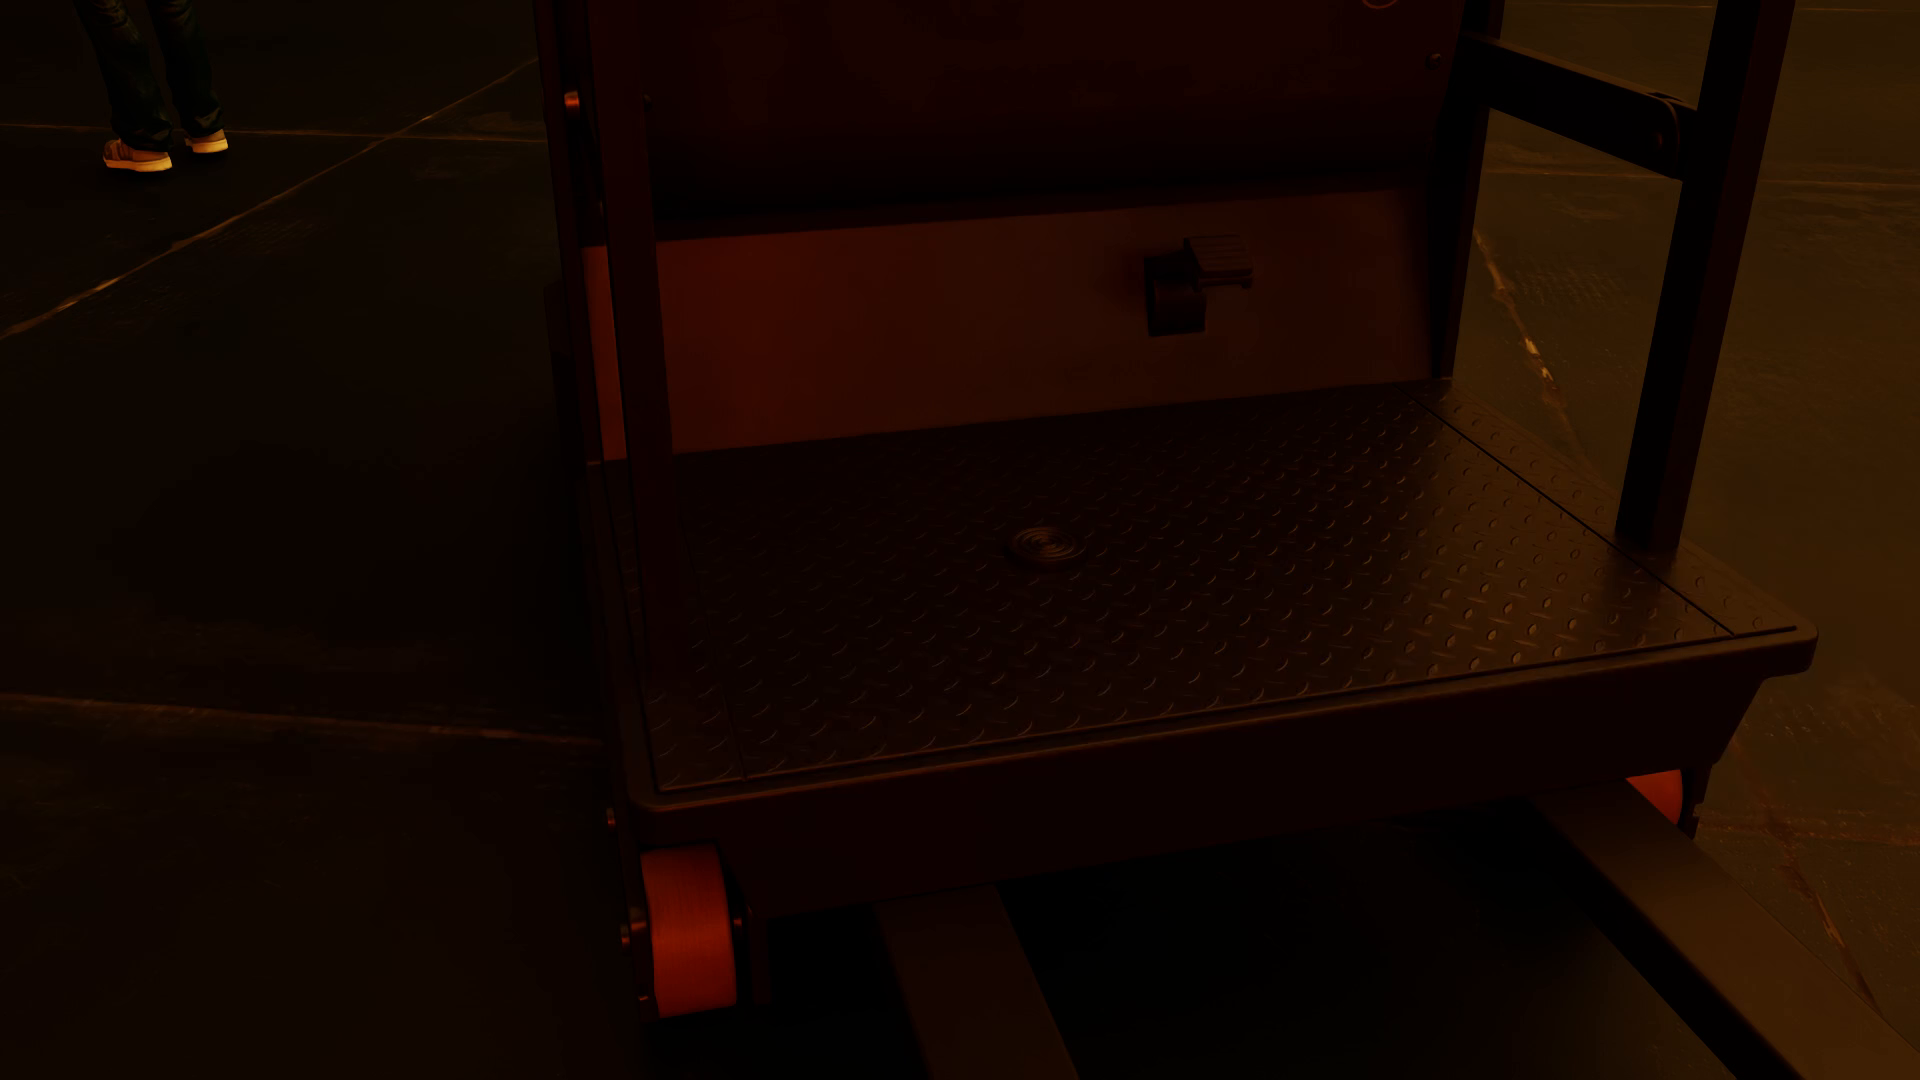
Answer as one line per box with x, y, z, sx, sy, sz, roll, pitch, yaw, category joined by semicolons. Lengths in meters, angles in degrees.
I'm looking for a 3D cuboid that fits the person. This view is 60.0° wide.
-2.196;-1.723;4.149;0.520;1.597;0.475;-23;34;-38;person

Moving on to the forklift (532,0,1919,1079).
0.153;-1.049;1.319;1.130;2.935;3.031;-7;27;-13;forklift
